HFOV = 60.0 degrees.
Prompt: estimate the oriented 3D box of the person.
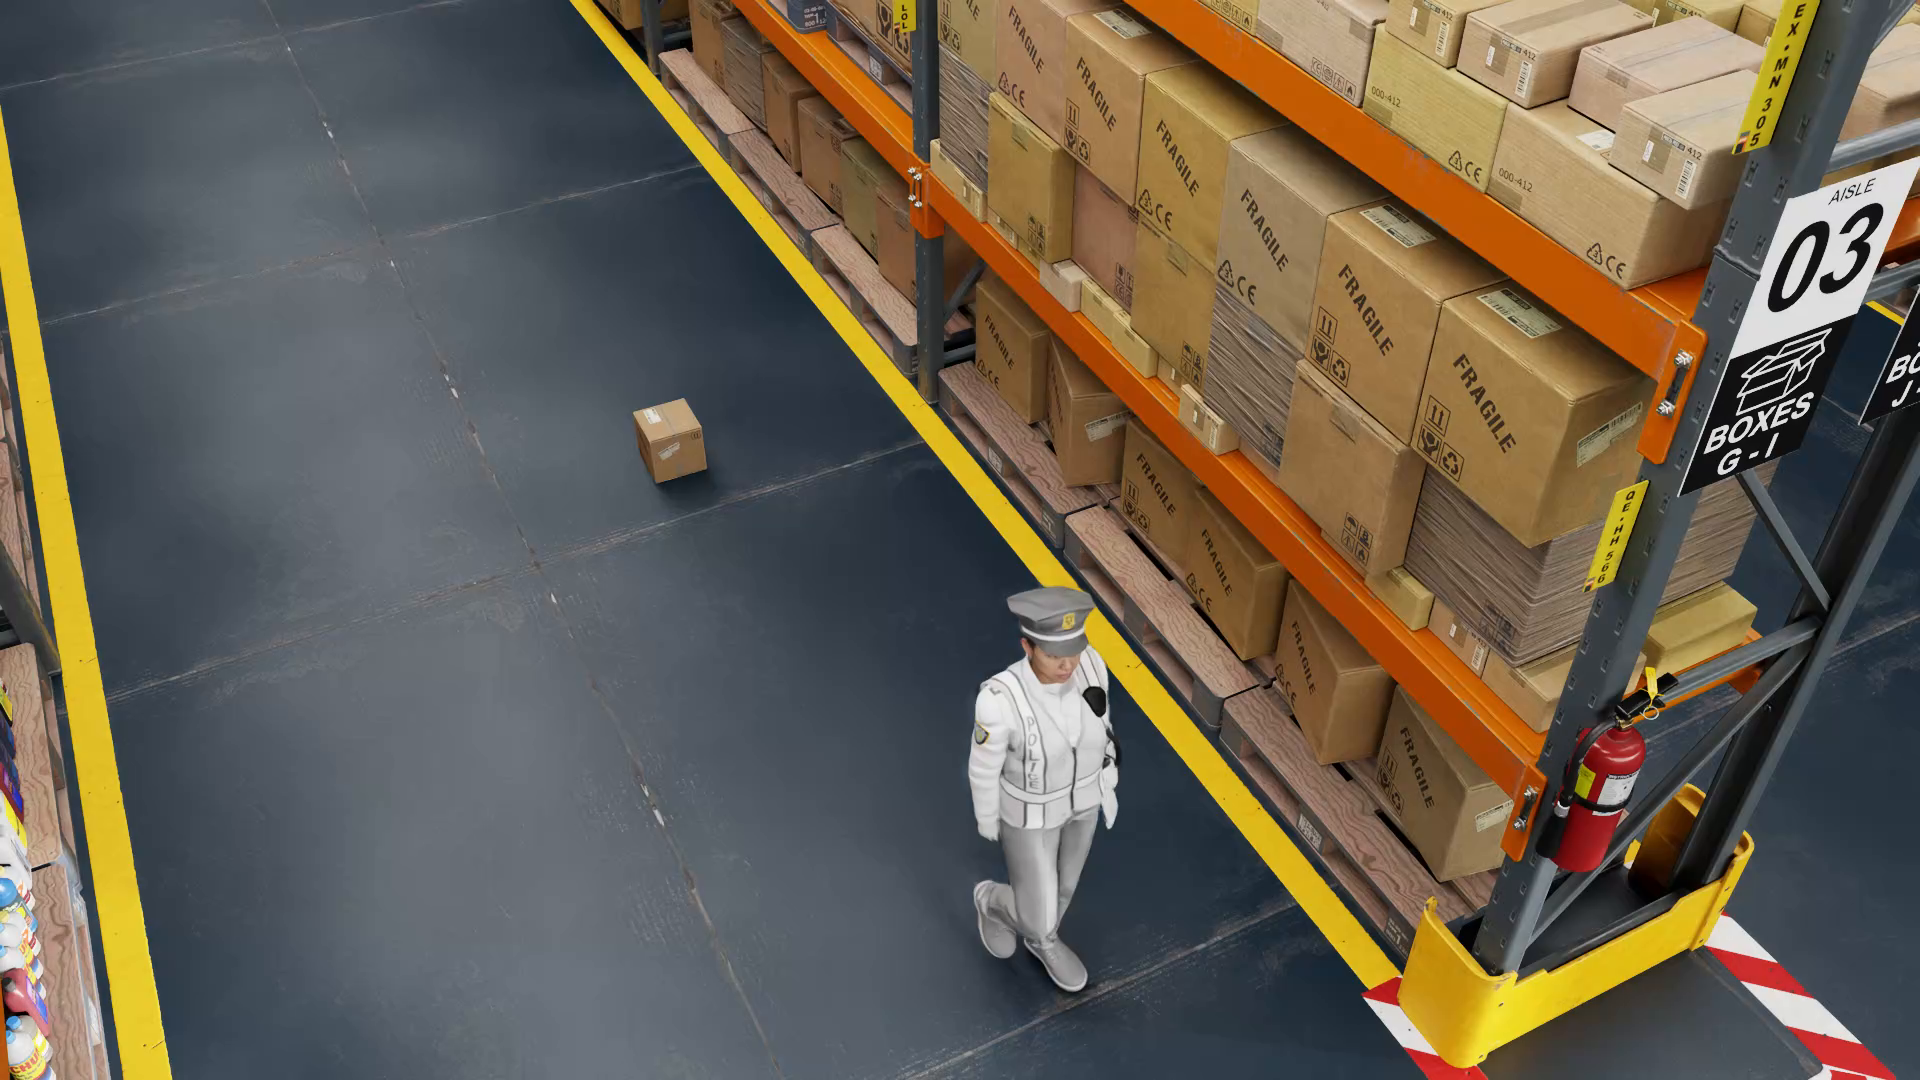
[{"bbox_3d":[0.271,0.810,5.187,0.486,1.682,0.448,-23,47,-24],"label":"person"}]
